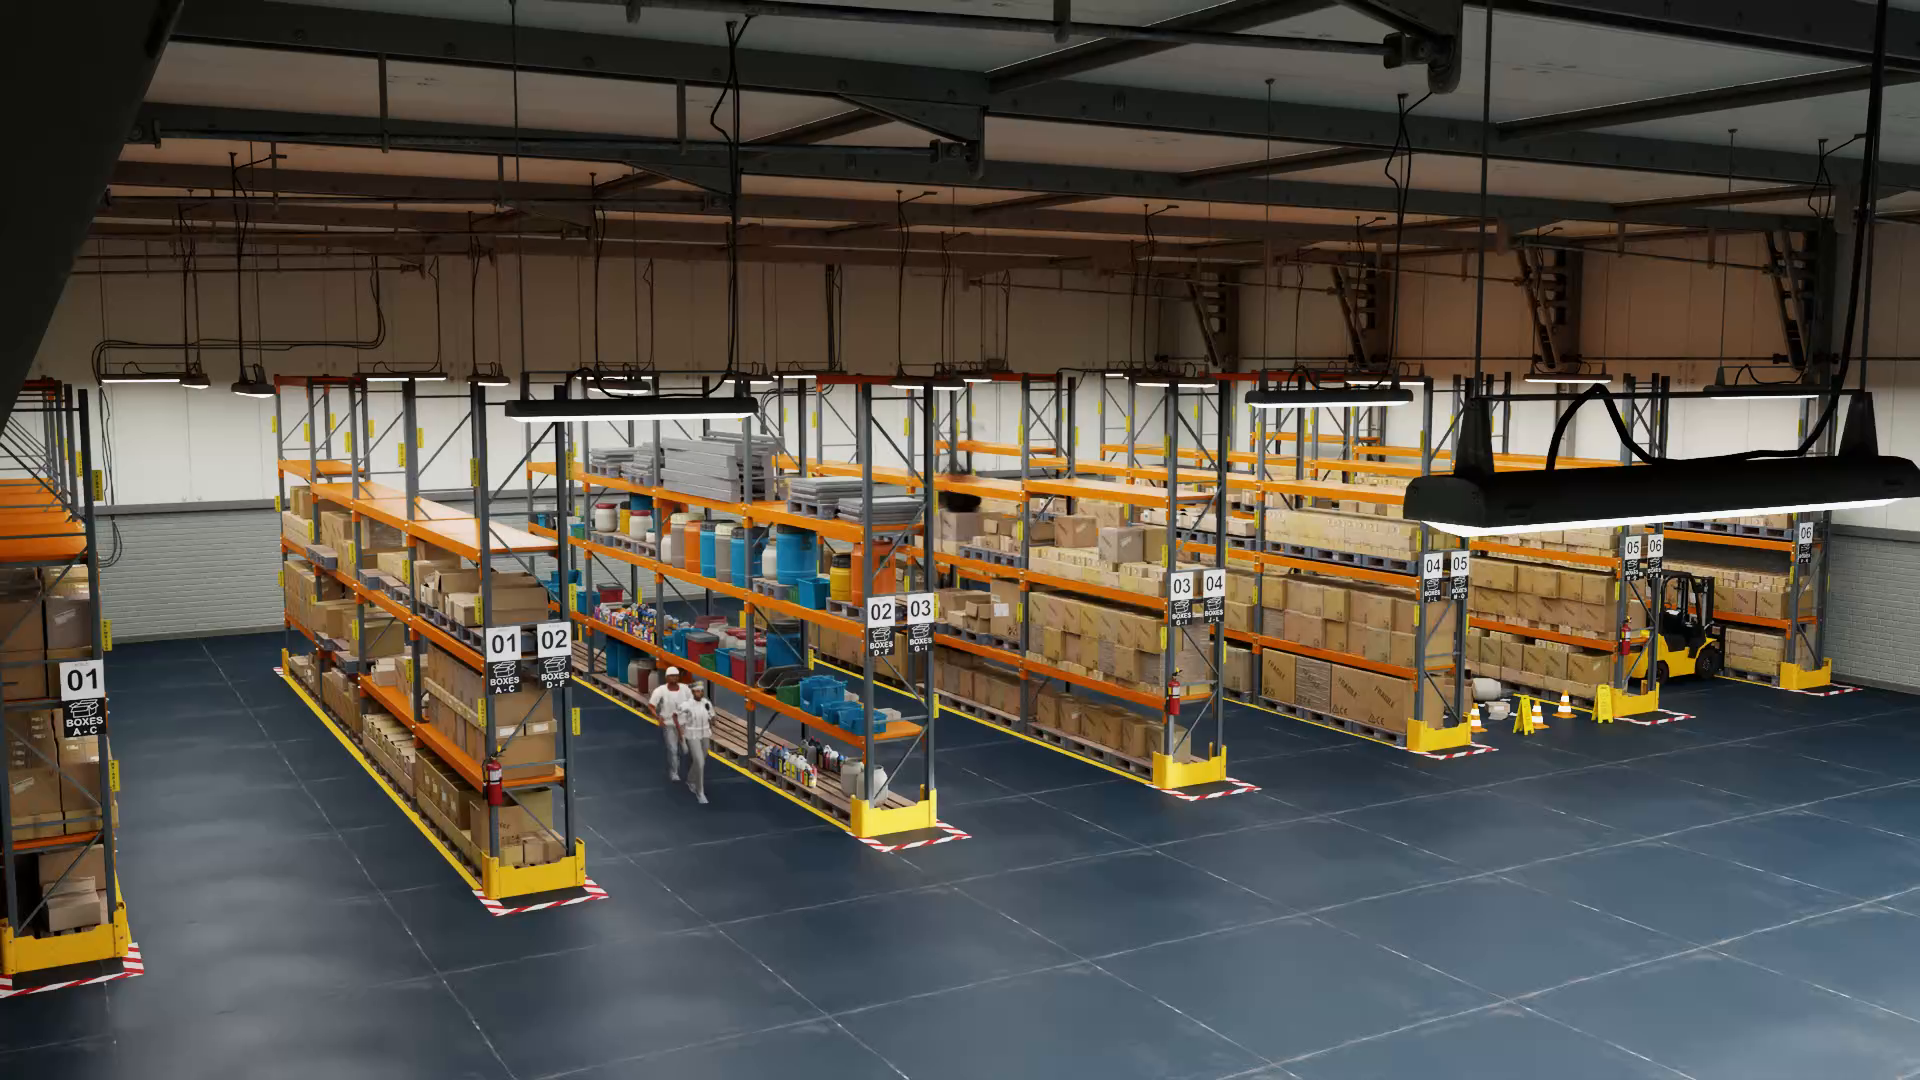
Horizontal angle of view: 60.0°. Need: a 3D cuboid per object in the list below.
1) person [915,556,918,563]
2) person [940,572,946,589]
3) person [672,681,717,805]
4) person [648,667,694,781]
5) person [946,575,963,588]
[{"bbox_3d":[-1.138,1.204,39.016,0.771,1.733,0.810,-2,7,-21],"label":"person"},{"bbox_3d":[-0.528,0.895,42.159,0.671,1.731,0.712,1,6,6],"label":"person"},{"bbox_3d":[-3.774,2.880,23.887,0.547,1.756,0.761,-6,8,-41],"label":"person"},{"bbox_3d":[-4.319,2.743,25.008,0.749,1.723,0.622,-3,7,-27],"label":"person"},{"bbox_3d":[-0.126,0.917,42.333,0.588,1.588,0.598,-3,7,-28],"label":"person"}]
